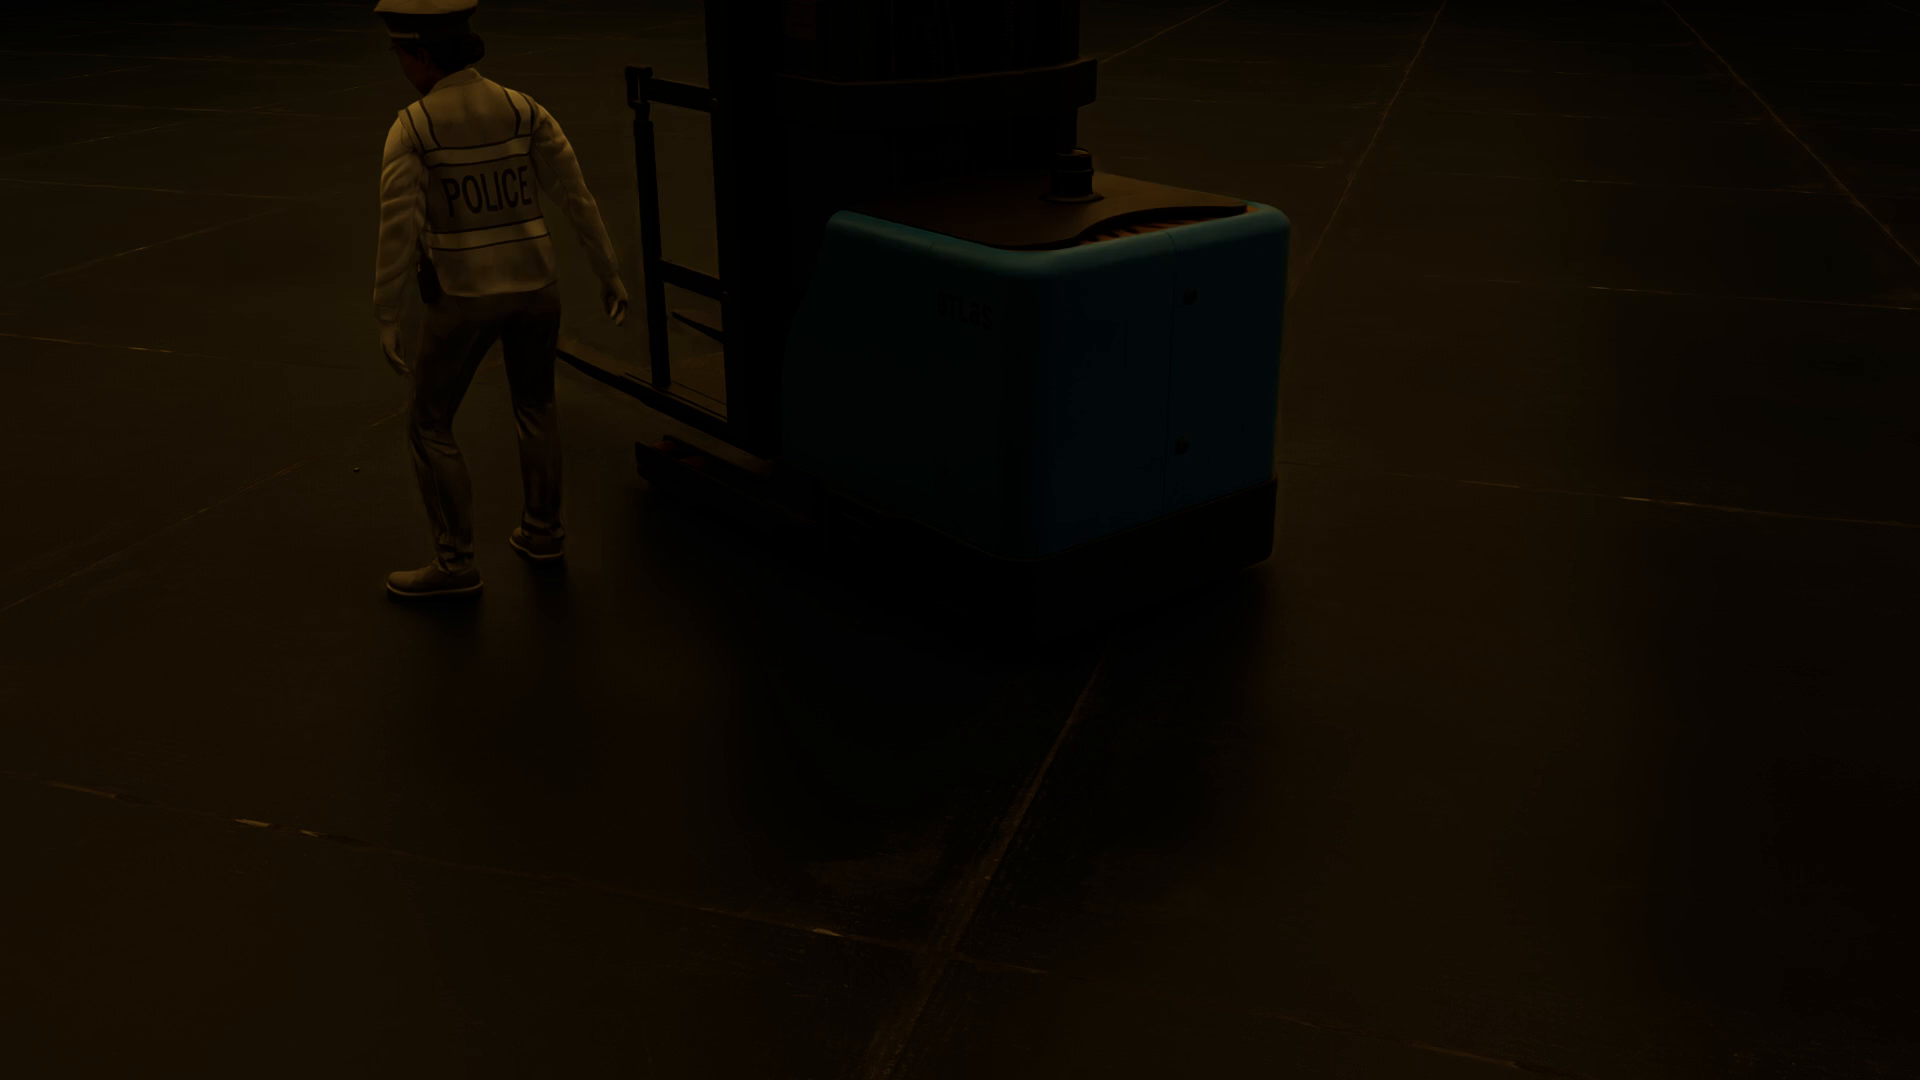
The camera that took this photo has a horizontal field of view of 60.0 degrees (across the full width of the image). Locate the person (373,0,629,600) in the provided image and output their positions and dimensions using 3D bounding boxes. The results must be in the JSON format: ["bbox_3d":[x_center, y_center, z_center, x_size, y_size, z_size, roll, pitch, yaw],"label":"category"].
[{"bbox_3d":[-1.323,-0.673,4.651,0.768,1.631,0.369,-16,27,-33],"label":"person"}]

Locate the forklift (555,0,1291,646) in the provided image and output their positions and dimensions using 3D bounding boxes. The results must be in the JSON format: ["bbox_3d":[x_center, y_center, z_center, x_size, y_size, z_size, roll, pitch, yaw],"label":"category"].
[{"bbox_3d":[-0.418,-1.570,5.082,1.130,2.935,3.031,-18,28,-36],"label":"forklift"}]
